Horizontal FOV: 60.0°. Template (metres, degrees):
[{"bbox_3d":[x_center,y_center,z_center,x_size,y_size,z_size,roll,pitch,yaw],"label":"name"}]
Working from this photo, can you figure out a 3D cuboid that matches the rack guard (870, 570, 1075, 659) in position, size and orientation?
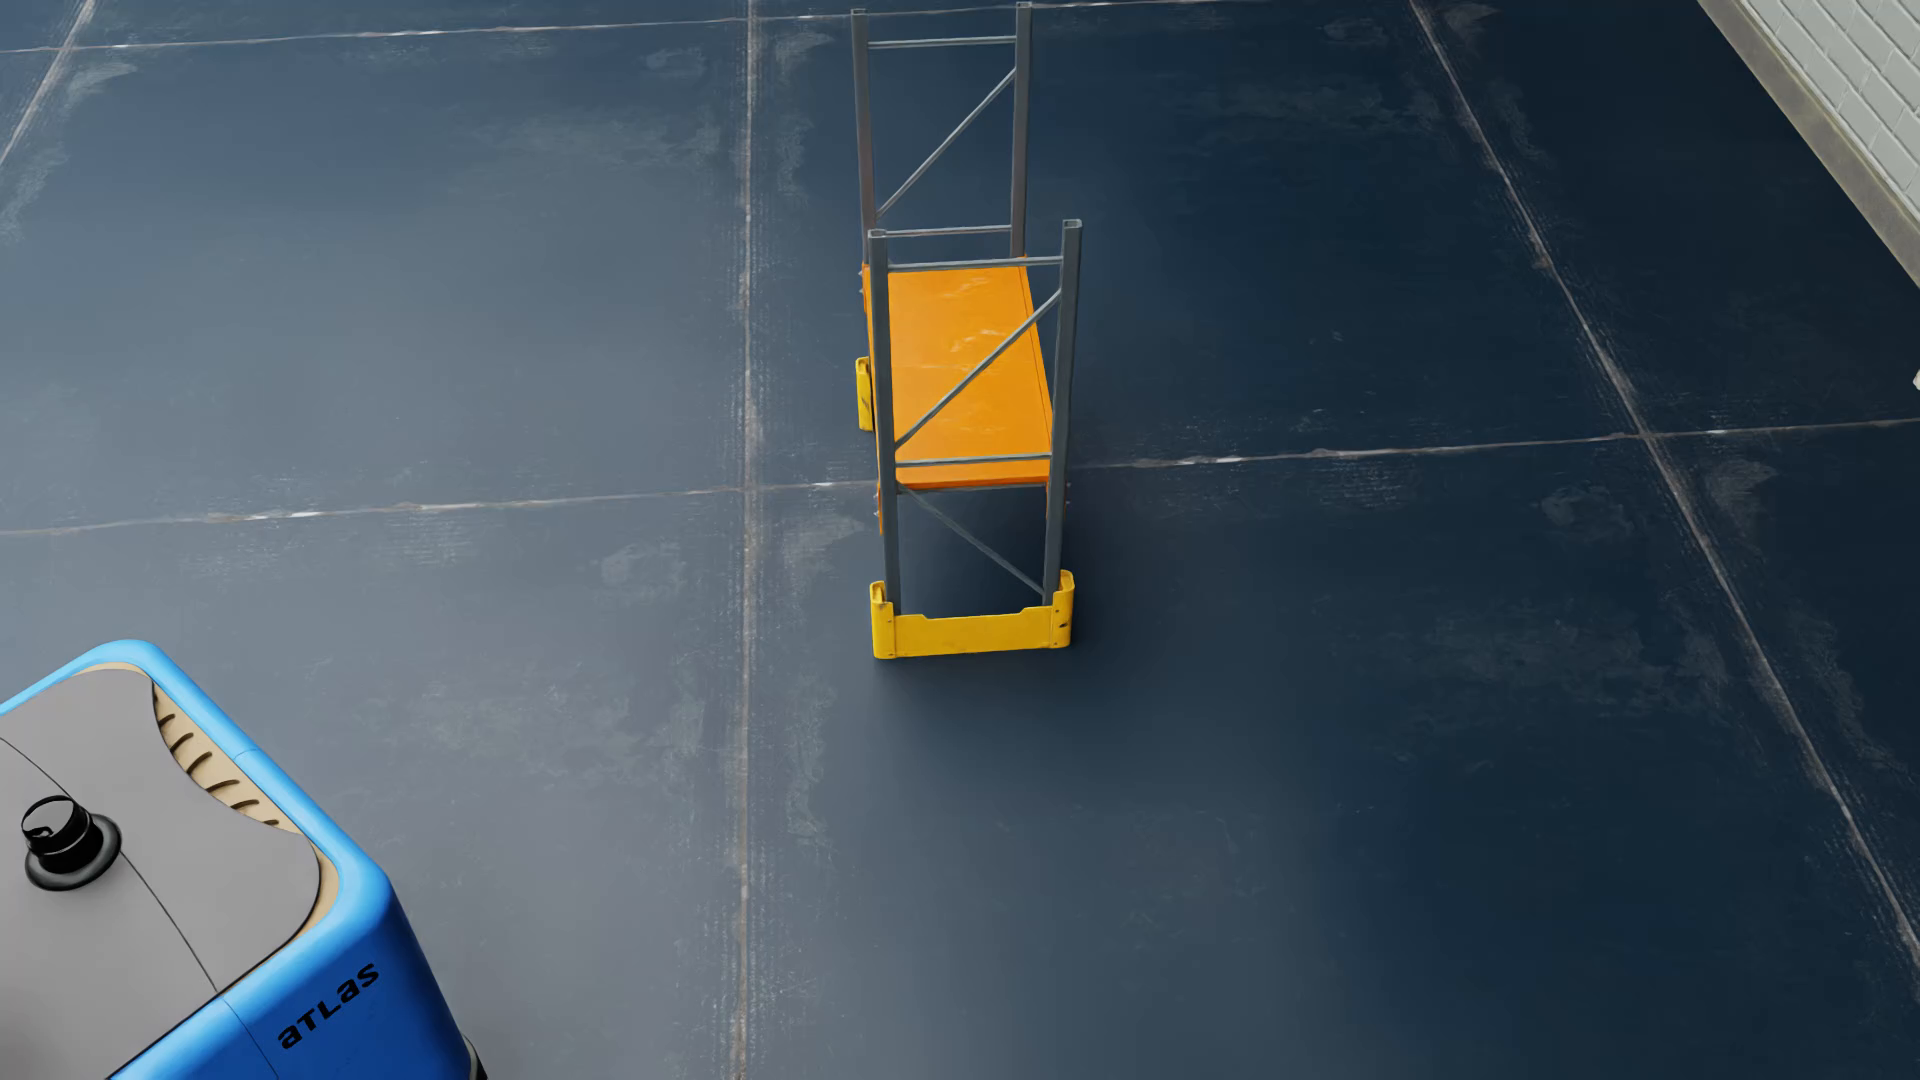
[{"bbox_3d":[0.035,0.219,4.870,0.587,0.250,0.087,-3,47,-3],"label":"rack guard"}]

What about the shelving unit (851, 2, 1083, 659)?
[{"bbox_3d":[-0.006,-0.571,4.758,0.587,1.500,1.083,-3,47,-3],"label":"shelving unit"}]

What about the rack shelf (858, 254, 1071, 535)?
[{"bbox_3d":[-0.007,-0.454,4.895,0.538,0.185,1.000,-3,47,-3],"label":"rack shelf"}]

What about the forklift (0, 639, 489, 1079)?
[{"bbox_3d":[-2.434,0.948,2.333,1.130,2.935,3.031,33,55,27],"label":"forklift"}]

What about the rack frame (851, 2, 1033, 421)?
[{"bbox_3d":[-0.050,-0.945,5.112,0.500,1.500,0.032,-3,47,-3],"label":"rack frame"}]

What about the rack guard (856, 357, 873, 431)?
[{"bbox_3d":[-0.048,-0.501,5.553,0.587,0.250,0.087,-3,47,-3],"label":"rack guard"}]

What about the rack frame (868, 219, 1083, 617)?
[{"bbox_3d":[0.035,-0.210,4.416,0.500,1.500,0.032,-3,47,-3],"label":"rack frame"}]
